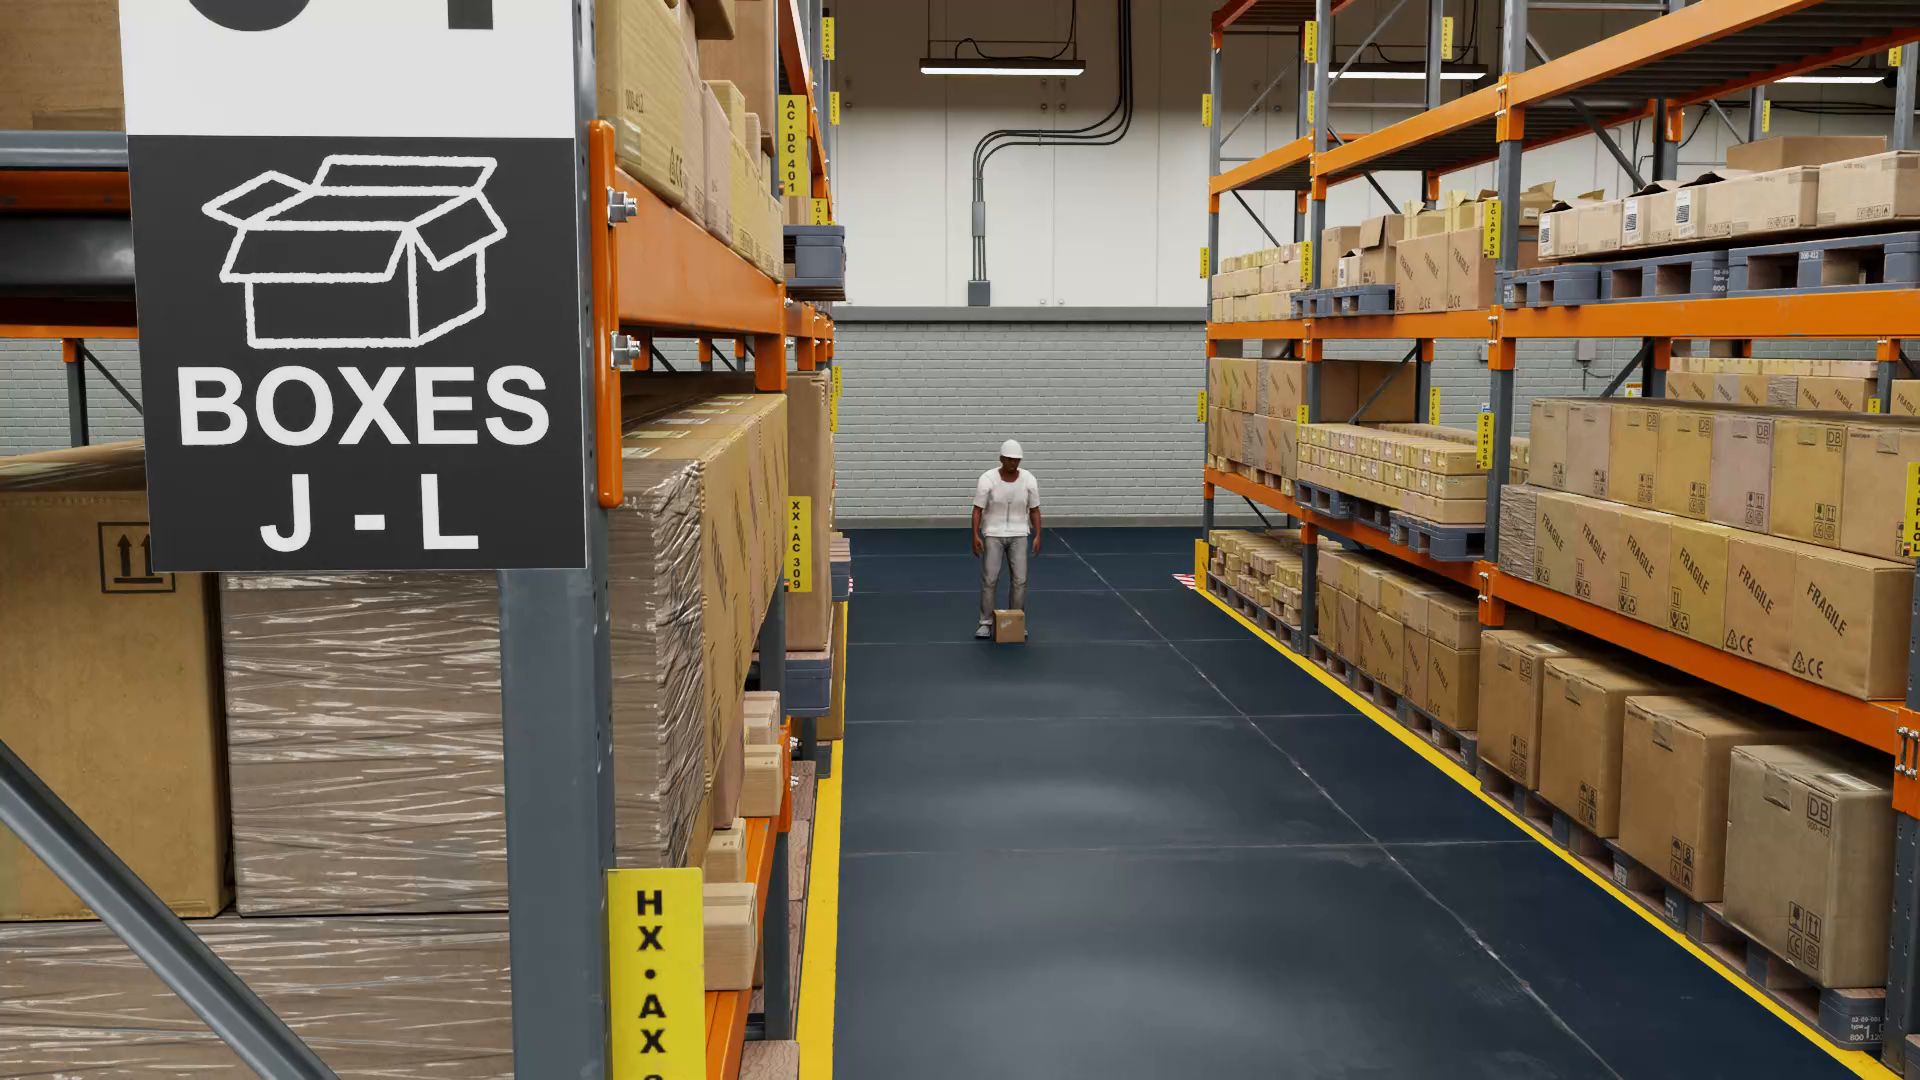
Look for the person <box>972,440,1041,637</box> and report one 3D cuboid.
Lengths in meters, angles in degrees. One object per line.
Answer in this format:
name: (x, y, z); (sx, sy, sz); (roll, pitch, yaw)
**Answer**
person: (0.418, -0.015, 14.808); (0.634, 1.755, 0.461); (-1, 7, -7)
